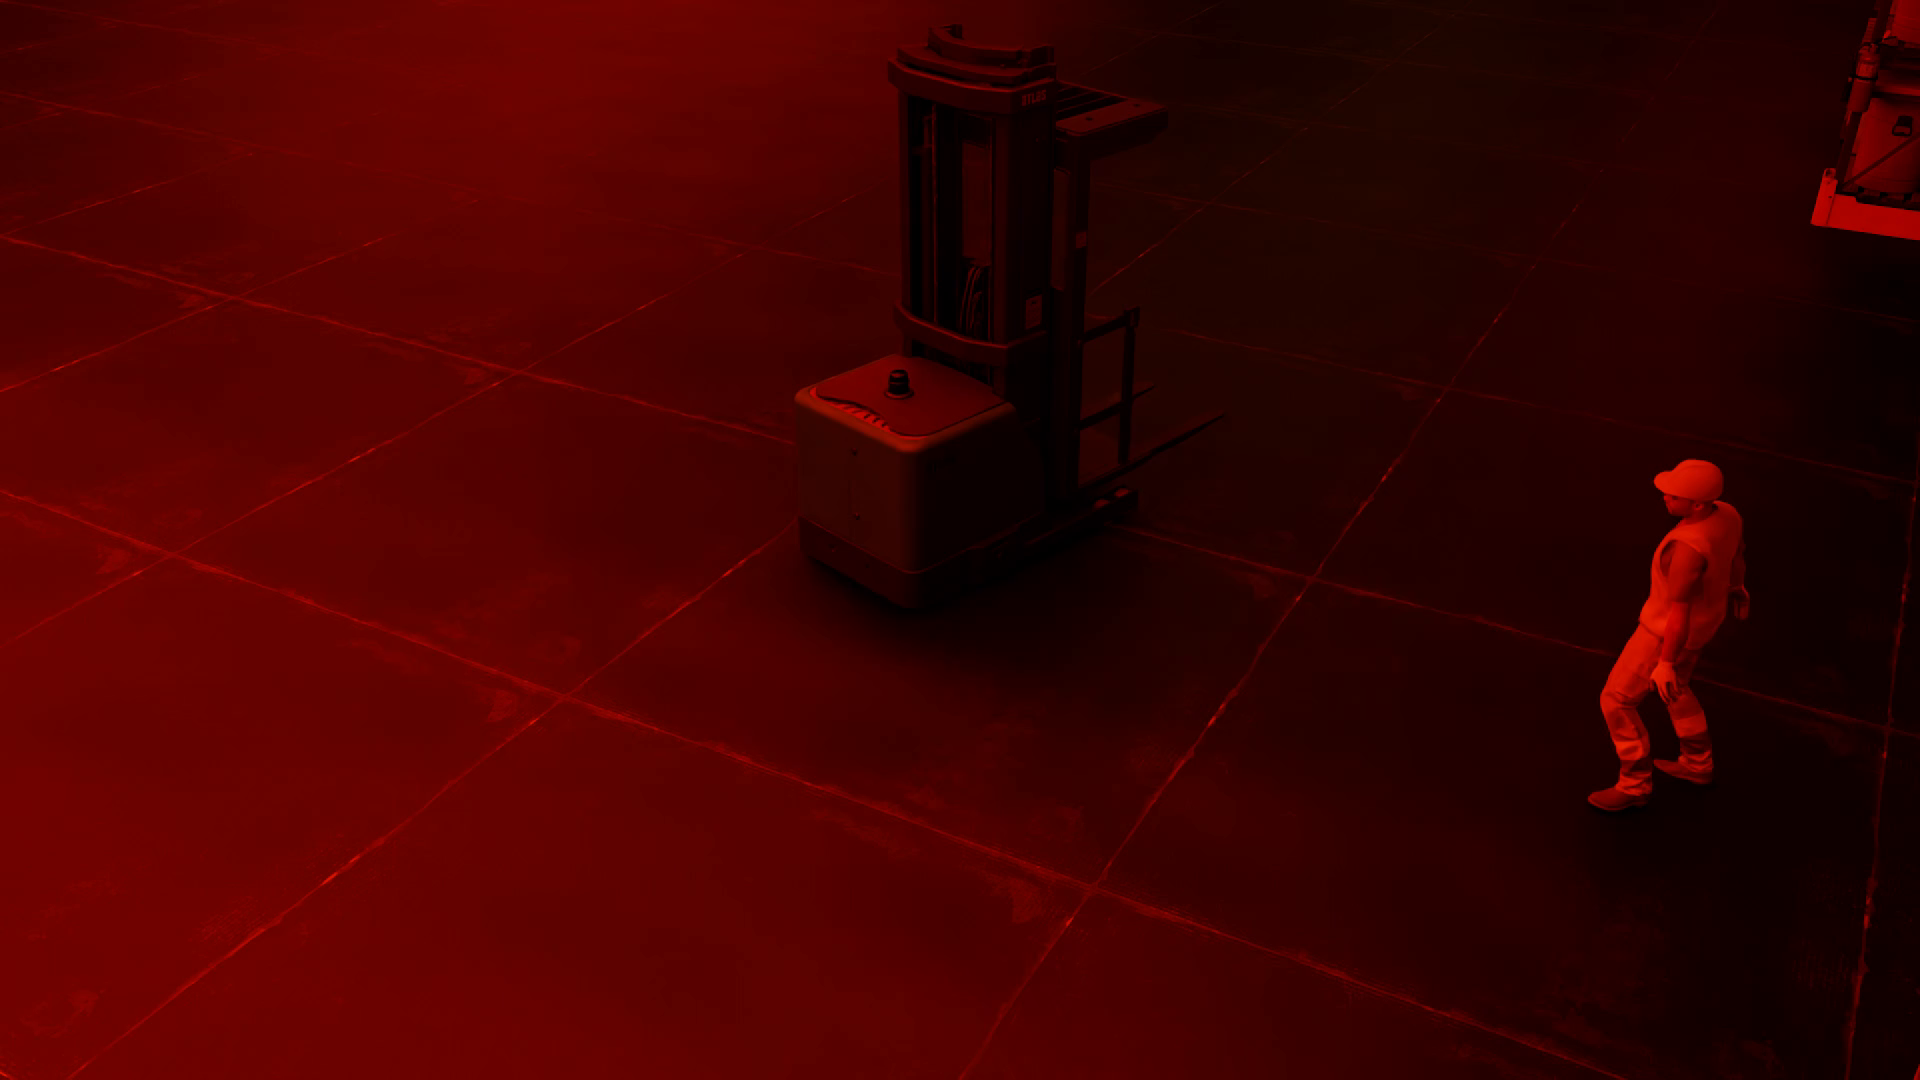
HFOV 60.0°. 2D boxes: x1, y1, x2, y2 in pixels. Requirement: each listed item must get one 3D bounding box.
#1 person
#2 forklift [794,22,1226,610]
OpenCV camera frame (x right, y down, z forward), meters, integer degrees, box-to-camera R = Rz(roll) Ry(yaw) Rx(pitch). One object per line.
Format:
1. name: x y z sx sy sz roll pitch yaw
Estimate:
1. person: 3.335 0.410 7.616 0.890 1.756 0.484 -26 39 -37
2. forklift: 0.455 -1.517 9.699 3.031 2.935 1.130 -26 39 -37
